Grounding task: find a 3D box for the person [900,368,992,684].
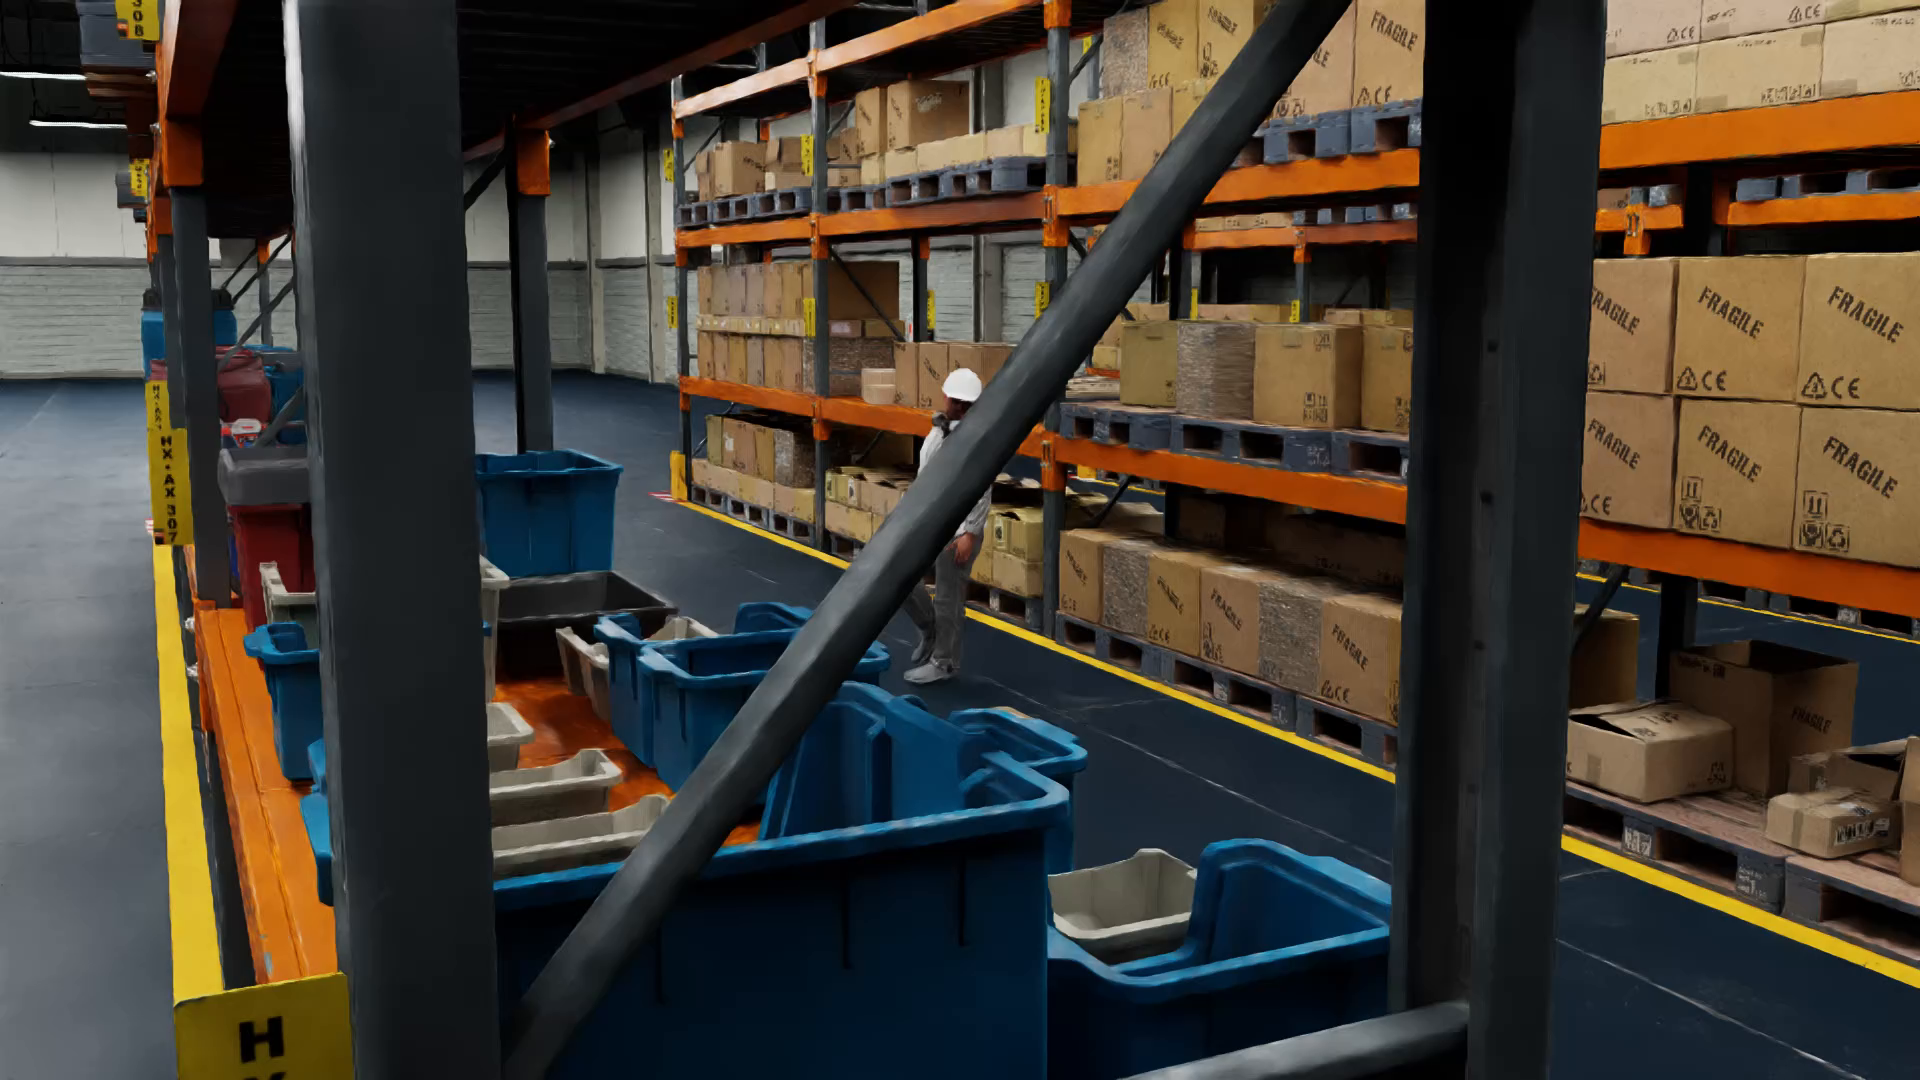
[{"bbox_3d":[-0.127,-0.066,9.153,0.456,1.765,0.729,-5,10,-32],"label":"person"}]
